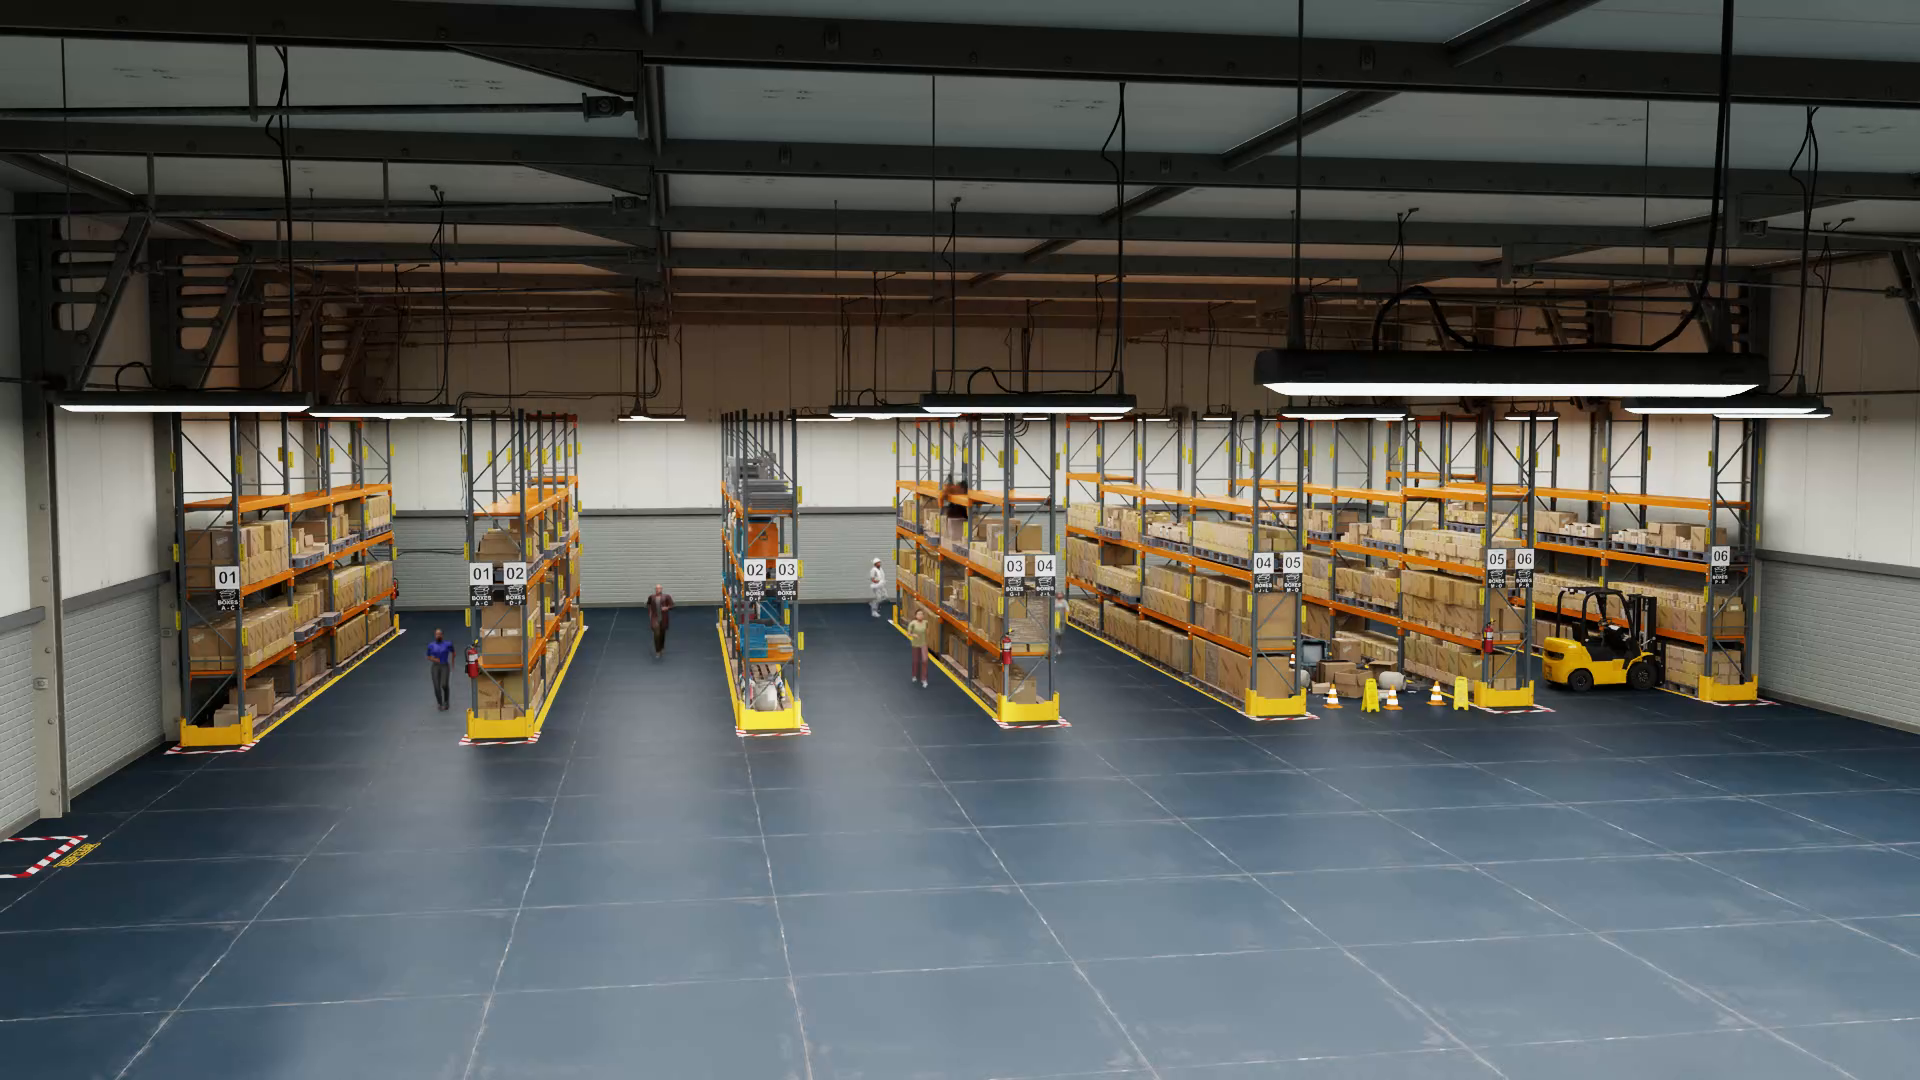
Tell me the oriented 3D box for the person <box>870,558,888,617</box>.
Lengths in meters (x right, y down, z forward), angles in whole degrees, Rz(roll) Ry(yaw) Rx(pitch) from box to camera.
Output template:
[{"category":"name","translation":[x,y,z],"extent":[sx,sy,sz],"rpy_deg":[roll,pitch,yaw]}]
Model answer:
[{"category":"person","translation":[-2.397,1.406,49.421],"extent":[0.583,1.739,0.678],"rpy_deg":[2,4,26]}]

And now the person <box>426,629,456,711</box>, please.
[{"category":"person","translation":[-10.341,2.588,33.129],"extent":[0.544,1.638,0.651],"rpy_deg":[-1,4,-12]}]

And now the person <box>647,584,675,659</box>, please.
[{"category":"person","translation":[-7.360,1.980,40.891],"extent":[0.686,1.803,0.988],"rpy_deg":[-1,4,-8]}]

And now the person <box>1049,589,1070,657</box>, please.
[{"category":"person","translation":[2.450,2.043,41.215],"extent":[0.510,1.642,0.733],"rpy_deg":[-1,4,-17]}]

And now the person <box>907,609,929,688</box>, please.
[{"category":"person","translation":[-0.910,2.341,36.414],"extent":[0.529,1.695,0.887],"rpy_deg":[-1,4,-10]}]
